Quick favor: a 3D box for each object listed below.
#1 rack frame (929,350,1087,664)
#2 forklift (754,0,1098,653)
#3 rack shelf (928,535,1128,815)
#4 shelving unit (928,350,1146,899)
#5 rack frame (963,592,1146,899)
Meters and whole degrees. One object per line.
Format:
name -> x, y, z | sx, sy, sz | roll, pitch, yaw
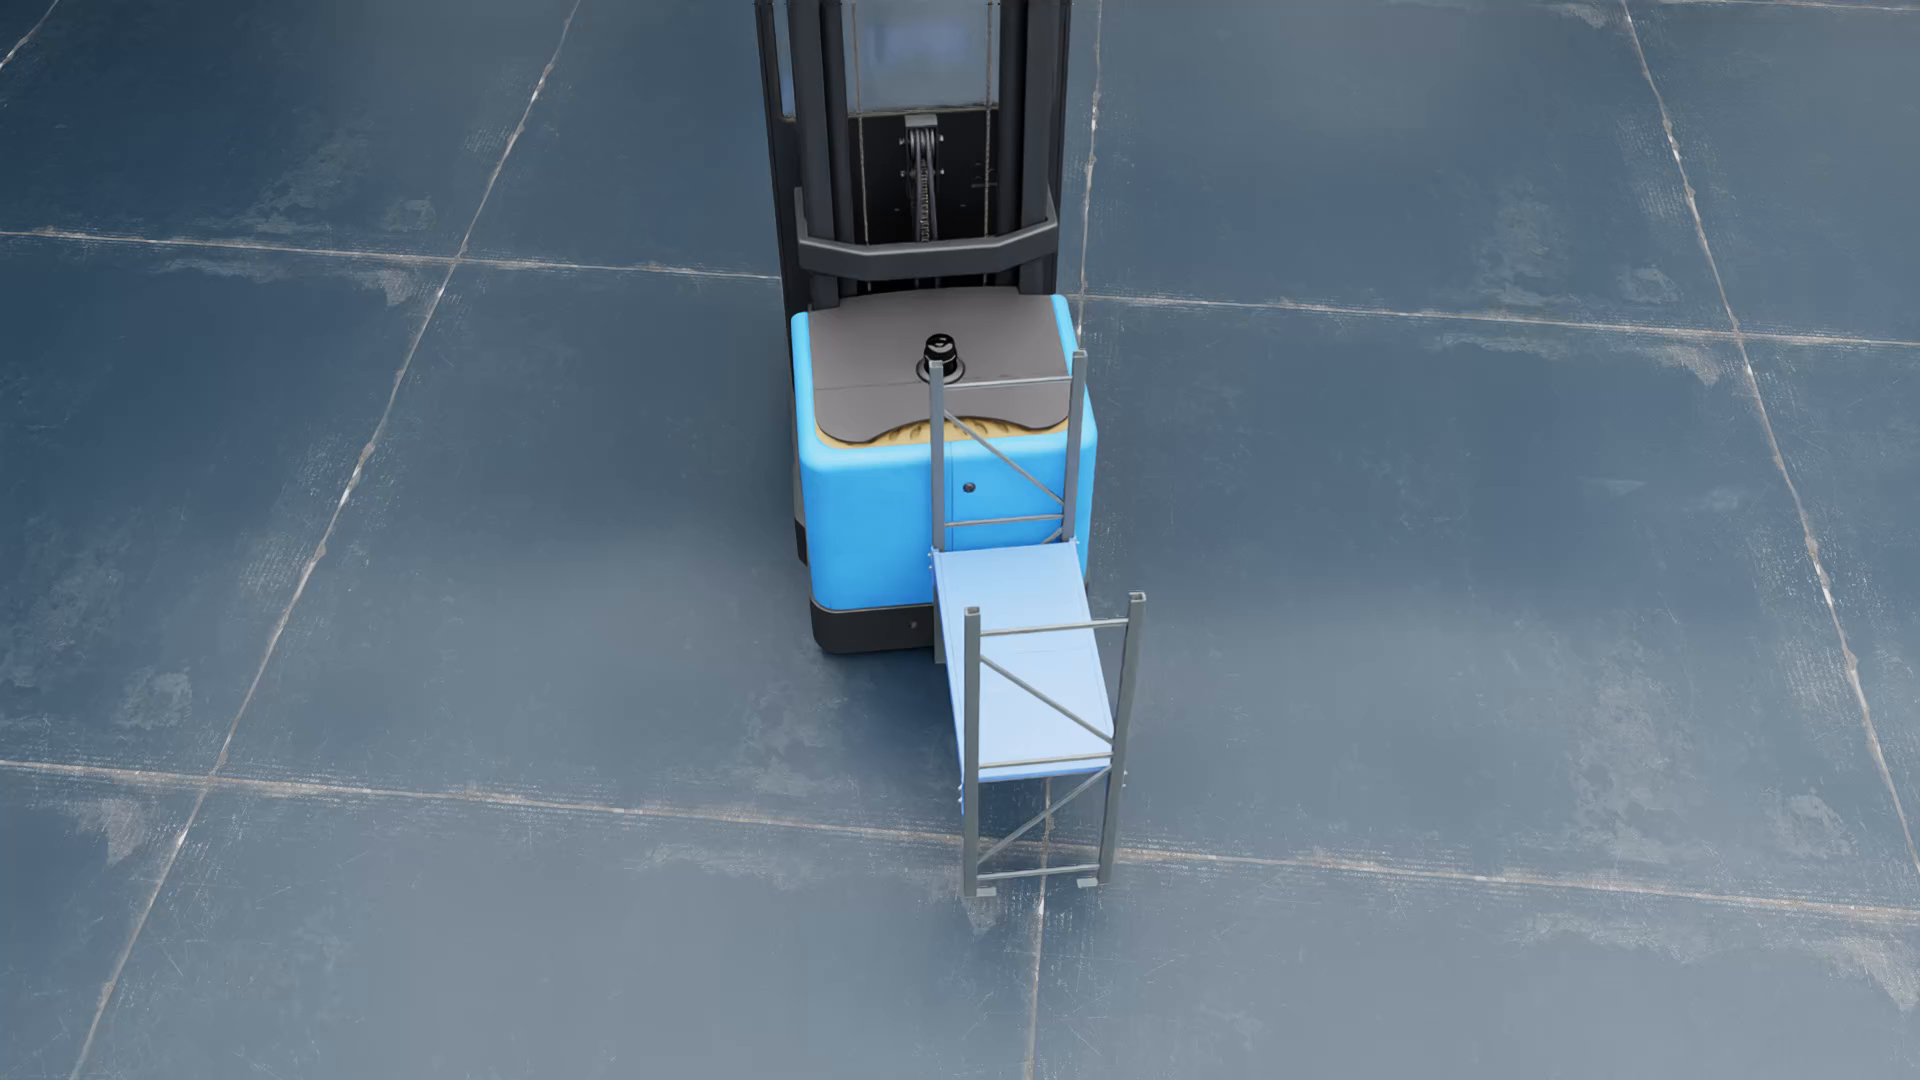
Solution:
rack frame -> 0.152, -0.065, 5.793 | 0.500, 1.500, 0.032 | -5, 48, -4
forklift -> -0.187, -1.658, 6.280 | 1.130, 2.935, 3.031 | -5, 48, -4
rack shelf -> 0.207, 0.429, 5.585 | 0.538, 0.185, 1.000 | -5, 48, -4
shelving unit -> 0.207, 0.308, 5.452 | 0.538, 1.500, 1.048 | -5, 48, -4
rack frame -> 0.262, 0.681, 5.111 | 0.500, 1.500, 0.032 | -5, 48, -4
